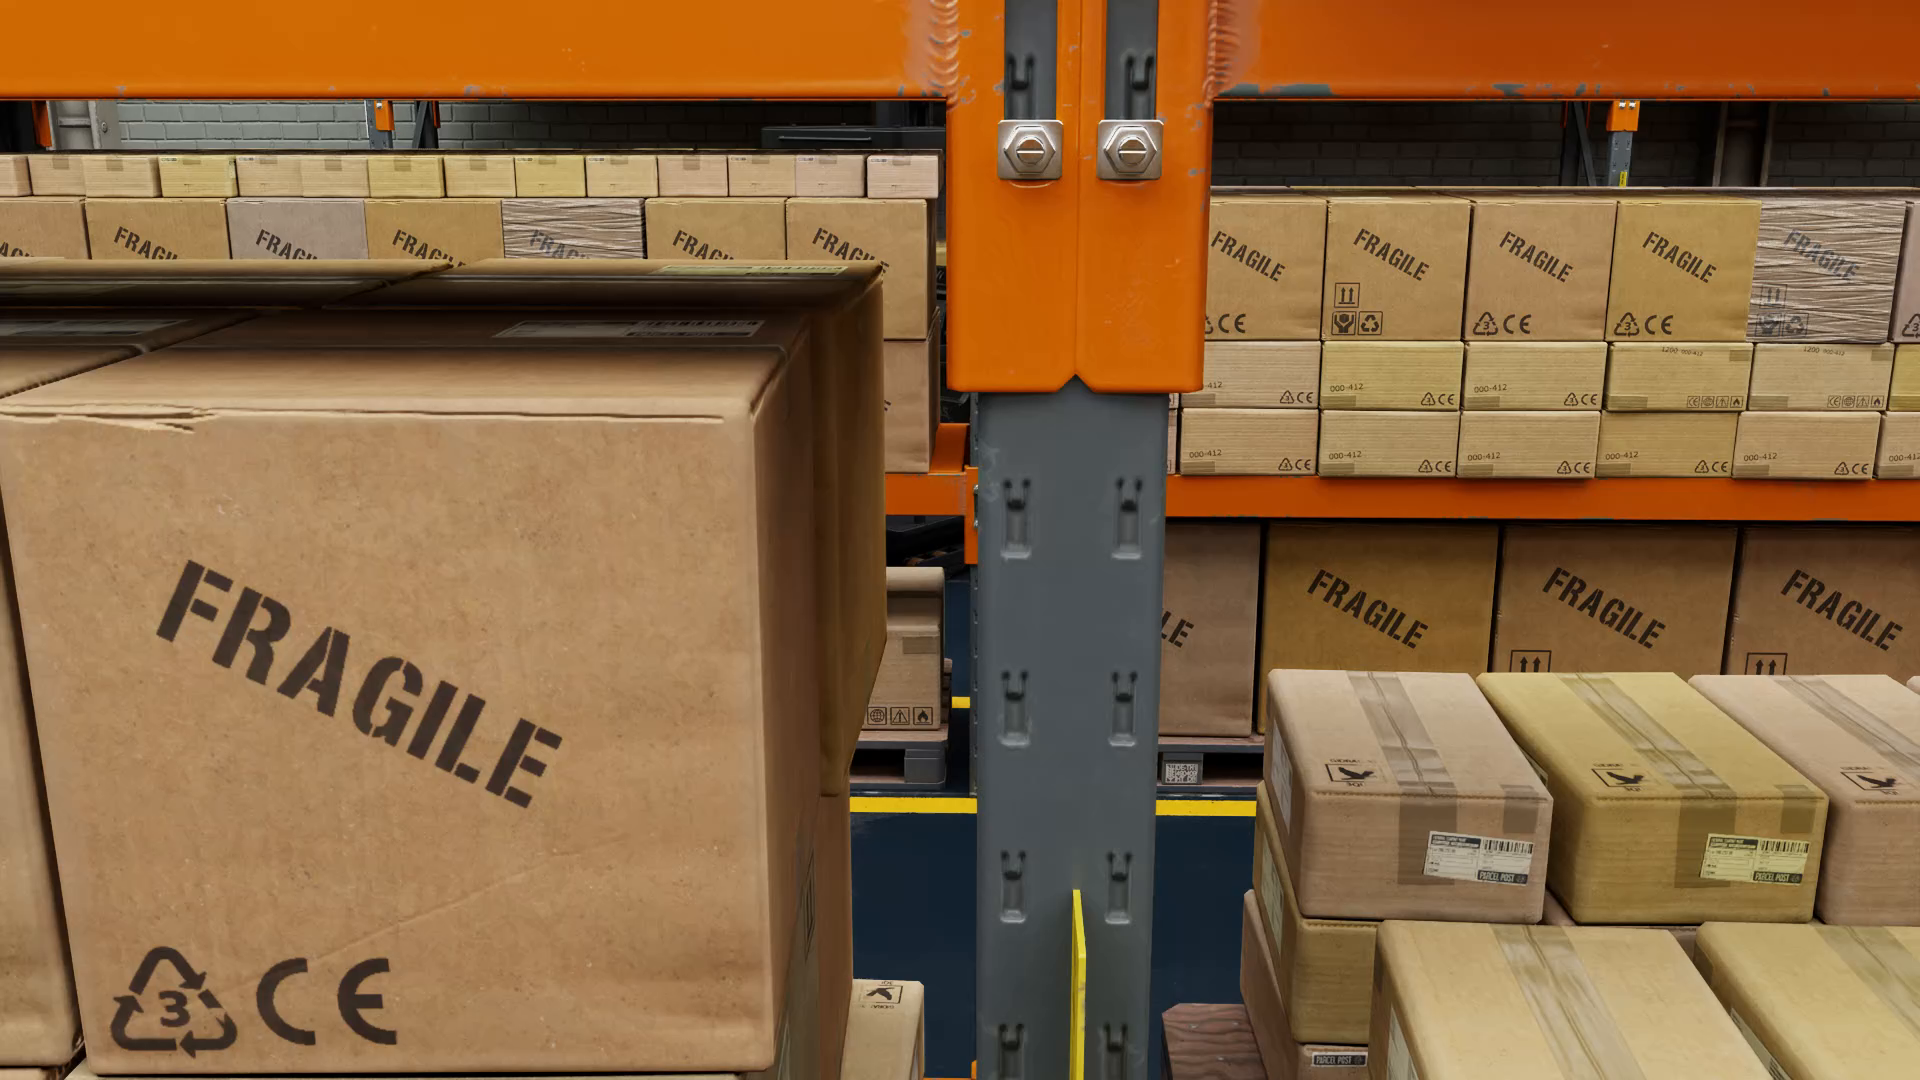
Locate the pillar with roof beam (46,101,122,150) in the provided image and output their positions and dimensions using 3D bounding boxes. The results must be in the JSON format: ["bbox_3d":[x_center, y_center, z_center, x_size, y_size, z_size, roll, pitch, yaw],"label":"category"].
[{"bbox_3d":[-6.545,-3.908,7.513,0.400,9.000,9.100,0,15,1],"label":"pillar with roof beam"}]

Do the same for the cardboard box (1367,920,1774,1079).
[{"bbox_3d":[0.470,0.448,1.266,0.250,0.149,0.380,1,15,4],"label":"cardboard box"}]

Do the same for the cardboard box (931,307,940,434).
[{"bbox_3d":[-0.349,-0.684,6.857,0.500,0.500,0.500,1,15,3],"label":"cardboard box"}]

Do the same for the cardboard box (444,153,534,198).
[{"bbox_3d":[-1.725,-1.354,6.166,0.250,0.149,0.380,0,15,1],"label":"cardboard box"}]

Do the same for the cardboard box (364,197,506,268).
[{"bbox_3d":[-1.883,-1.042,6.253,0.500,0.500,0.500,0,15,2],"label":"cardboard box"}]

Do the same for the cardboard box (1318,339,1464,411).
[{"bbox_3d":[1.572,-0.654,6.253,0.500,0.250,0.500,1,15,2],"label":"cardboard box"}]

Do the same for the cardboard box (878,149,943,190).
[{"bbox_3d":[-0.196,-1.480,6.640,0.250,0.149,0.380,0,15,1],"label":"cardboard box"}]

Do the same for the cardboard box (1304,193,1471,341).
[{"bbox_3d":[1.556,-1.021,6.175,0.500,0.500,0.500,0,15,0],"label":"cardboard box"}]

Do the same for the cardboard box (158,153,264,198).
[{"bbox_3d":[-2.753,-1.353,6.160,0.250,0.149,0.380,0,15,0],"label":"cardboard box"}]

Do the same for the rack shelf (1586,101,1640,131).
[{"bbox_3d":[6.234,-2.895,10.964,4.000,0.370,1.077,0,15,1],"label":"rack shelf"}]

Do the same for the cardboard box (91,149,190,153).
[{"bbox_3d":[-3.267,-1.491,6.682,0.250,0.149,0.380,1,15,2],"label":"cardboard box"}]

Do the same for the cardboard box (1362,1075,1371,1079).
[{"bbox_3d":[0.470,0.592,1.304,0.250,0.149,0.380,1,15,2],"label":"cardboard box"}]

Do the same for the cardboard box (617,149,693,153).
[{"bbox_3d":[-1.221,-1.494,6.697,0.250,0.149,0.380,0,15,0],"label":"cardboard box"}]

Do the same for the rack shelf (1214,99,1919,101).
[{"bbox_3d":[2.113,-1.655,6.265,4.000,0.370,1.077,0,15,1],"label":"rack shelf"}]

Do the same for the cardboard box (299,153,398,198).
[{"bbox_3d":[-2.241,-1.352,6.158,0.250,0.149,0.380,1,15,2],"label":"cardboard box"}]

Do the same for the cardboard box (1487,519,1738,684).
[{"bbox_3d":[2.532,0.252,6.847,0.875,0.875,0.875,1,15,2],"label":"cardboard box"}]

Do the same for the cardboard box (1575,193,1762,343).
[{"bbox_3d":[2.579,-1.014,6.149,0.500,0.500,0.500,0,15,1],"label":"cardboard box"}]

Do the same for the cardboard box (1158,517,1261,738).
[{"bbox_3d":[0.735,0.242,6.884,0.875,0.875,0.875,1,15,3],"label":"cardboard box"}]

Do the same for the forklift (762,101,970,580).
[{"bbox_3d":[-0.417,-1.299,9.517,1.130,2.935,3.031,13,20,40],"label":"forklift"}]

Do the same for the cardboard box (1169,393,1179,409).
[{"bbox_3d":[0.546,-0.660,6.277,0.500,0.250,0.500,0,15,0],"label":"cardboard box"}]

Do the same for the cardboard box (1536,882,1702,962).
[{"bbox_3d":[0.754,0.425,1.934,0.250,0.149,0.380,0,15,2],"label":"cardboard box"}]

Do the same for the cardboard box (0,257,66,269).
[{"bbox_3d":[-1.378,-0.054,1.926,0.500,0.500,0.500,1,15,2],"label":"cardboard box"}]

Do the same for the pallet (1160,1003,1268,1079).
[{"bbox_3d":[0.848,0.832,1.683,1.213,0.211,1.003,0,15,1],"label":"pallet"}]

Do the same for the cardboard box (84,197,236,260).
[{"bbox_3d":[-2.896,-1.046,6.270,0.500,0.500,0.500,0,15,0],"label":"cardboard box"}]

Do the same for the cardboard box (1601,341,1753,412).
[{"bbox_3d":[2.596,-0.648,6.230,0.500,0.250,0.500,0,15,0],"label":"cardboard box"}]

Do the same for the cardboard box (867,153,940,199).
[{"bbox_3d":[-0.203,-1.332,6.082,0.250,0.149,0.380,0,15,0],"label":"cardboard box"}]

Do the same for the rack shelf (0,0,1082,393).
[{"bbox_3d":[-1.911,-0.418,1.576,4.000,0.370,1.077,0,15,1],"label":"rack shelf"}]

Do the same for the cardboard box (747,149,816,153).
[{"bbox_3d":[-0.709,-1.468,6.597,0.250,0.149,0.380,0,15,1],"label":"cardboard box"}]

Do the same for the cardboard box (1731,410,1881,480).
[{"bbox_3d":[3.089,-0.404,6.284,0.500,0.250,0.500,1,15,2],"label":"cardboard box"}]

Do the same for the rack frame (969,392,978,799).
[{"bbox_3d":[0.113,-0.566,6.605,0.127,3.000,1.000,0,15,1],"label":"rack frame"}]

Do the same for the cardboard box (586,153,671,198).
[{"bbox_3d":[-1.217,-1.355,6.169,0.250,0.149,0.380,0,15,1],"label":"cardboard box"}]

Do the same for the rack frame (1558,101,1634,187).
[{"bbox_3d":[4.235,-1.806,11.304,0.127,3.000,1.000,0,15,1],"label":"rack frame"}]

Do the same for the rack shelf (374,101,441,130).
[{"bbox_3d":[-1.763,-2.947,11.161,4.000,0.370,1.077,0,15,1],"label":"rack shelf"}]

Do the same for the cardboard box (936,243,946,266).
[{"bbox_3d":[-0.279,-1.844,11.161,0.500,0.250,0.500,1,15,3],"label":"cardboard box"}]

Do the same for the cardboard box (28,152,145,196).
[{"bbox_3d":[-3.274,-1.381,6.267,0.250,0.149,0.380,1,15,3],"label":"cardboard box"}]

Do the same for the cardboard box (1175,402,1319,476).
[{"bbox_3d":[1.064,-0.420,6.347,0.500,0.250,0.500,0,15,0],"label":"cardboard box"}]

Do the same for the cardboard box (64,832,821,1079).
[{"bbox_3d":[-0.403,0.574,1.506,0.500,0.500,0.500,0,15,2],"label":"cardboard box"}]

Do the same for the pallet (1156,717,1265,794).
[{"bbox_3d":[0.887,0.768,7.014,1.213,0.211,1.003,0,15,1],"label":"pallet"}]

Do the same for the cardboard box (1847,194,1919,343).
[{"bbox_3d":[3.588,-1.008,6.126,0.500,0.500,0.500,0,15,0],"label":"cardboard box"}]

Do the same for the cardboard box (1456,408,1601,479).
[{"bbox_3d":[2.075,-0.407,6.297,0.500,0.250,0.500,0,15,1],"label":"cardboard box"}]

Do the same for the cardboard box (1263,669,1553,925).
[{"bbox_3d":[0.494,0.281,1.899,0.250,0.149,0.380,1,15,4],"label":"cardboard box"}]

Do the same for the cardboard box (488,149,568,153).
[{"bbox_3d":[-1.718,-1.494,6.696,0.250,0.149,0.380,0,15,2],"label":"cardboard box"}]

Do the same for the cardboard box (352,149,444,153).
[{"bbox_3d":[-2.244,-1.492,6.687,0.250,0.149,0.380,1,15,3],"label":"cardboard box"}]

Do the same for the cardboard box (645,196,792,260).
[{"bbox_3d":[-0.872,-1.036,6.230,0.500,0.500,0.500,0,15,1],"label":"cardboard box"}]

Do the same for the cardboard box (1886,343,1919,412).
[{"bbox_3d":[3.621,-0.647,6.228,0.500,0.250,0.500,0,15,1],"label":"cardboard box"}]

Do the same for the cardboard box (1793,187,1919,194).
[{"bbox_3d":[3.625,-1.137,6.614,0.500,0.500,0.500,0,15,0],"label":"cardboard box"}]

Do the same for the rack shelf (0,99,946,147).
[{"bbox_3d":[-1.886,-1.681,6.363,4.000,0.370,1.077,0,15,1],"label":"rack shelf"}]

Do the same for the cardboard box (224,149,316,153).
[{"bbox_3d":[-2.756,-1.498,6.711,0.250,0.149,0.380,1,15,3],"label":"cardboard box"}]

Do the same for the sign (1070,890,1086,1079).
[{"bbox_3d":[0.082,0.417,1.182,0.005,0.325,0.100,0,15,1],"label":"sign"}]

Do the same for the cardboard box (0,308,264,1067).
[{"bbox_3d":[-0.906,0.085,1.397,0.500,0.500,0.500,0,15,0],"label":"cardboard box"}]

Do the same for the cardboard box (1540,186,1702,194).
[{"bbox_3d":[2.612,-1.145,6.645,0.500,0.500,0.500,1,15,3],"label":"cardboard box"}]

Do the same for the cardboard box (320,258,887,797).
[{"bbox_3d":[-0.357,-0.044,1.886,0.500,0.500,0.500,1,15,3],"label":"cardboard box"}]

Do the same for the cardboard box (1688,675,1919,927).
[{"bbox_3d":[1.021,0.284,1.885,0.250,0.149,0.380,0,15,0],"label":"cardboard box"}]

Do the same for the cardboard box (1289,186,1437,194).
[{"bbox_3d":[1.590,-1.149,6.659,0.500,0.500,0.500,1,15,3],"label":"cardboard box"}]

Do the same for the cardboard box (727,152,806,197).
[{"bbox_3d":[-0.712,-1.366,6.209,0.250,0.149,0.380,0,15,1],"label":"cardboard box"}]

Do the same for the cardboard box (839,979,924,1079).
[{"bbox_3d":[-0.187,0.733,2.173,0.250,0.149,0.380,1,15,3],"label":"cardboard box"}]

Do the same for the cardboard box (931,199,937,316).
[{"bbox_3d":[-0.357,-1.163,6.710,0.500,0.500,0.500,0,15,2],"label":"cardboard box"}]

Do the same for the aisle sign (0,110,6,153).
[{"bbox_3d":[-3.949,-1.928,6.673,0.004,0.787,0.394,0,15,1],"label":"aisle sign"}]
